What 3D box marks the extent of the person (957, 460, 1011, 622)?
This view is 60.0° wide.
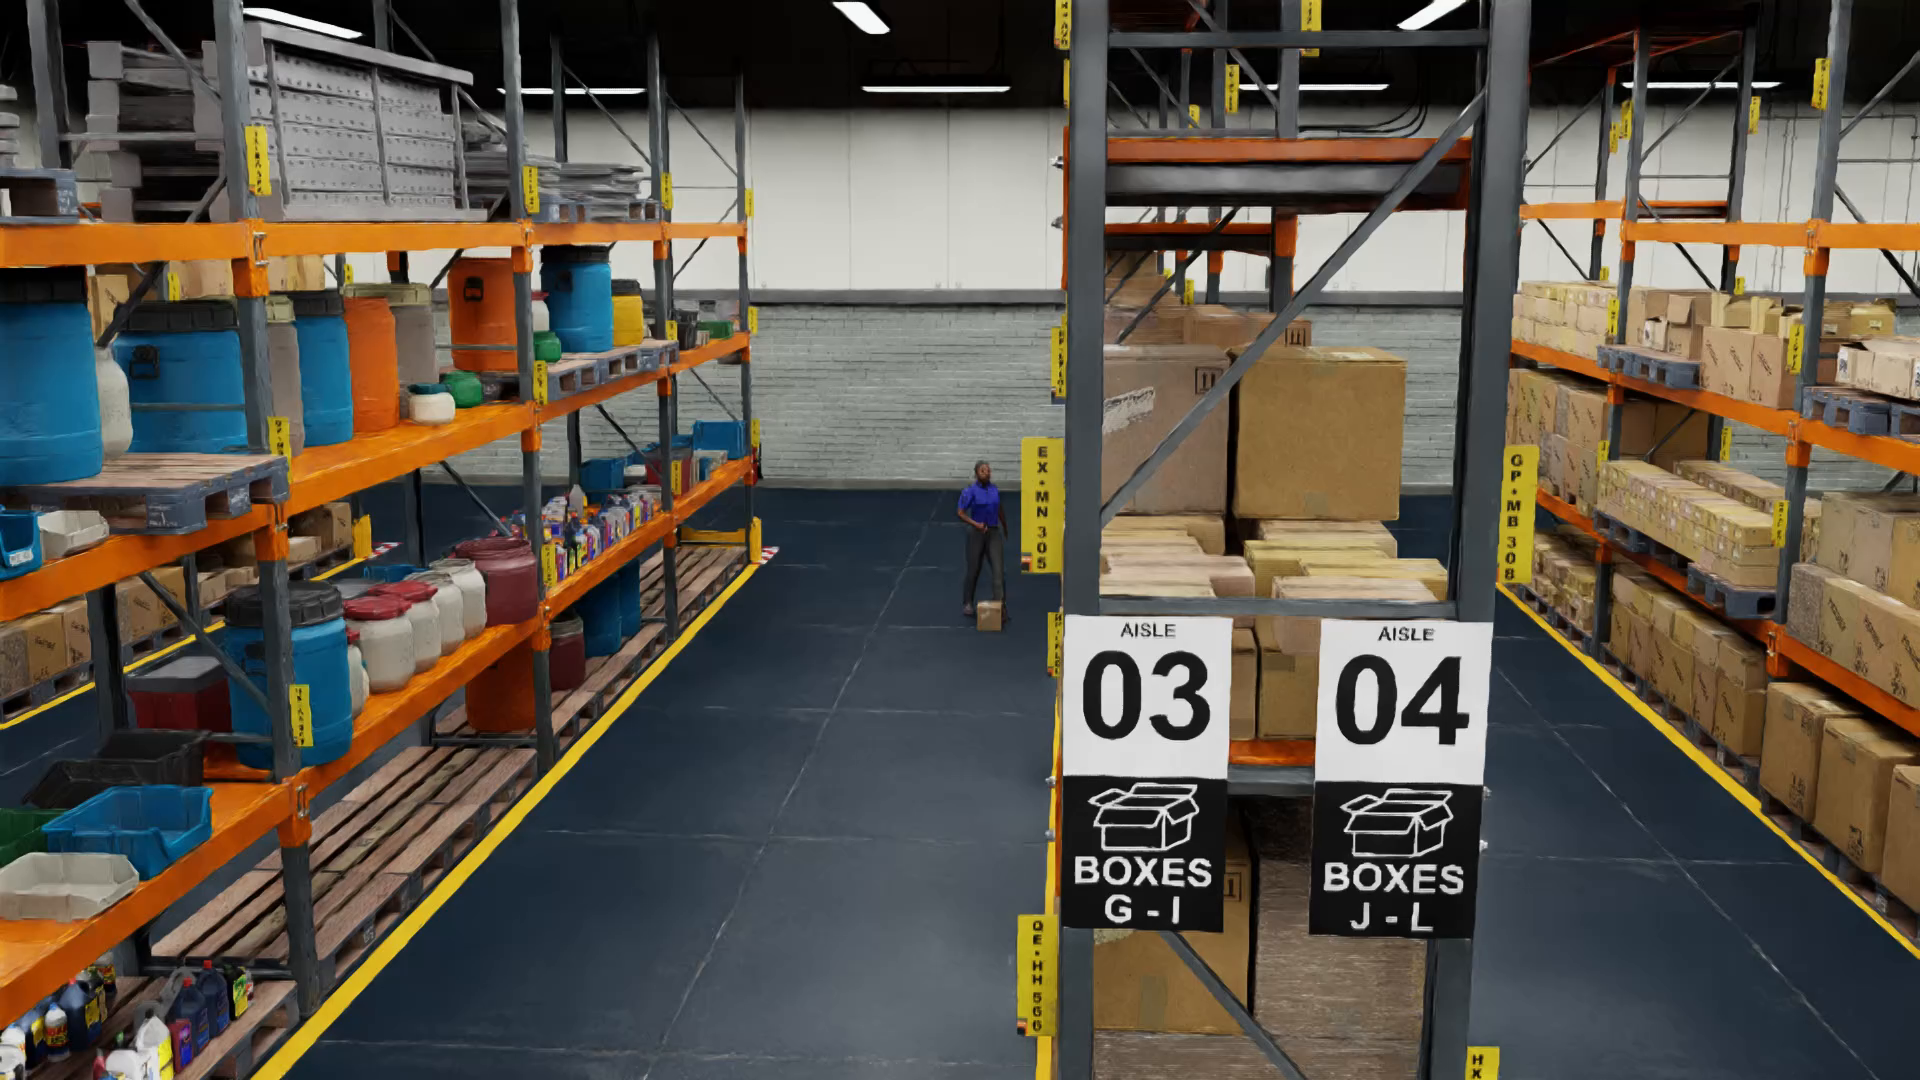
[{"bbox_3d":[0.307,-0.007,17.488,0.613,1.647,0.743,-6,12,-27],"label":"person"}]
